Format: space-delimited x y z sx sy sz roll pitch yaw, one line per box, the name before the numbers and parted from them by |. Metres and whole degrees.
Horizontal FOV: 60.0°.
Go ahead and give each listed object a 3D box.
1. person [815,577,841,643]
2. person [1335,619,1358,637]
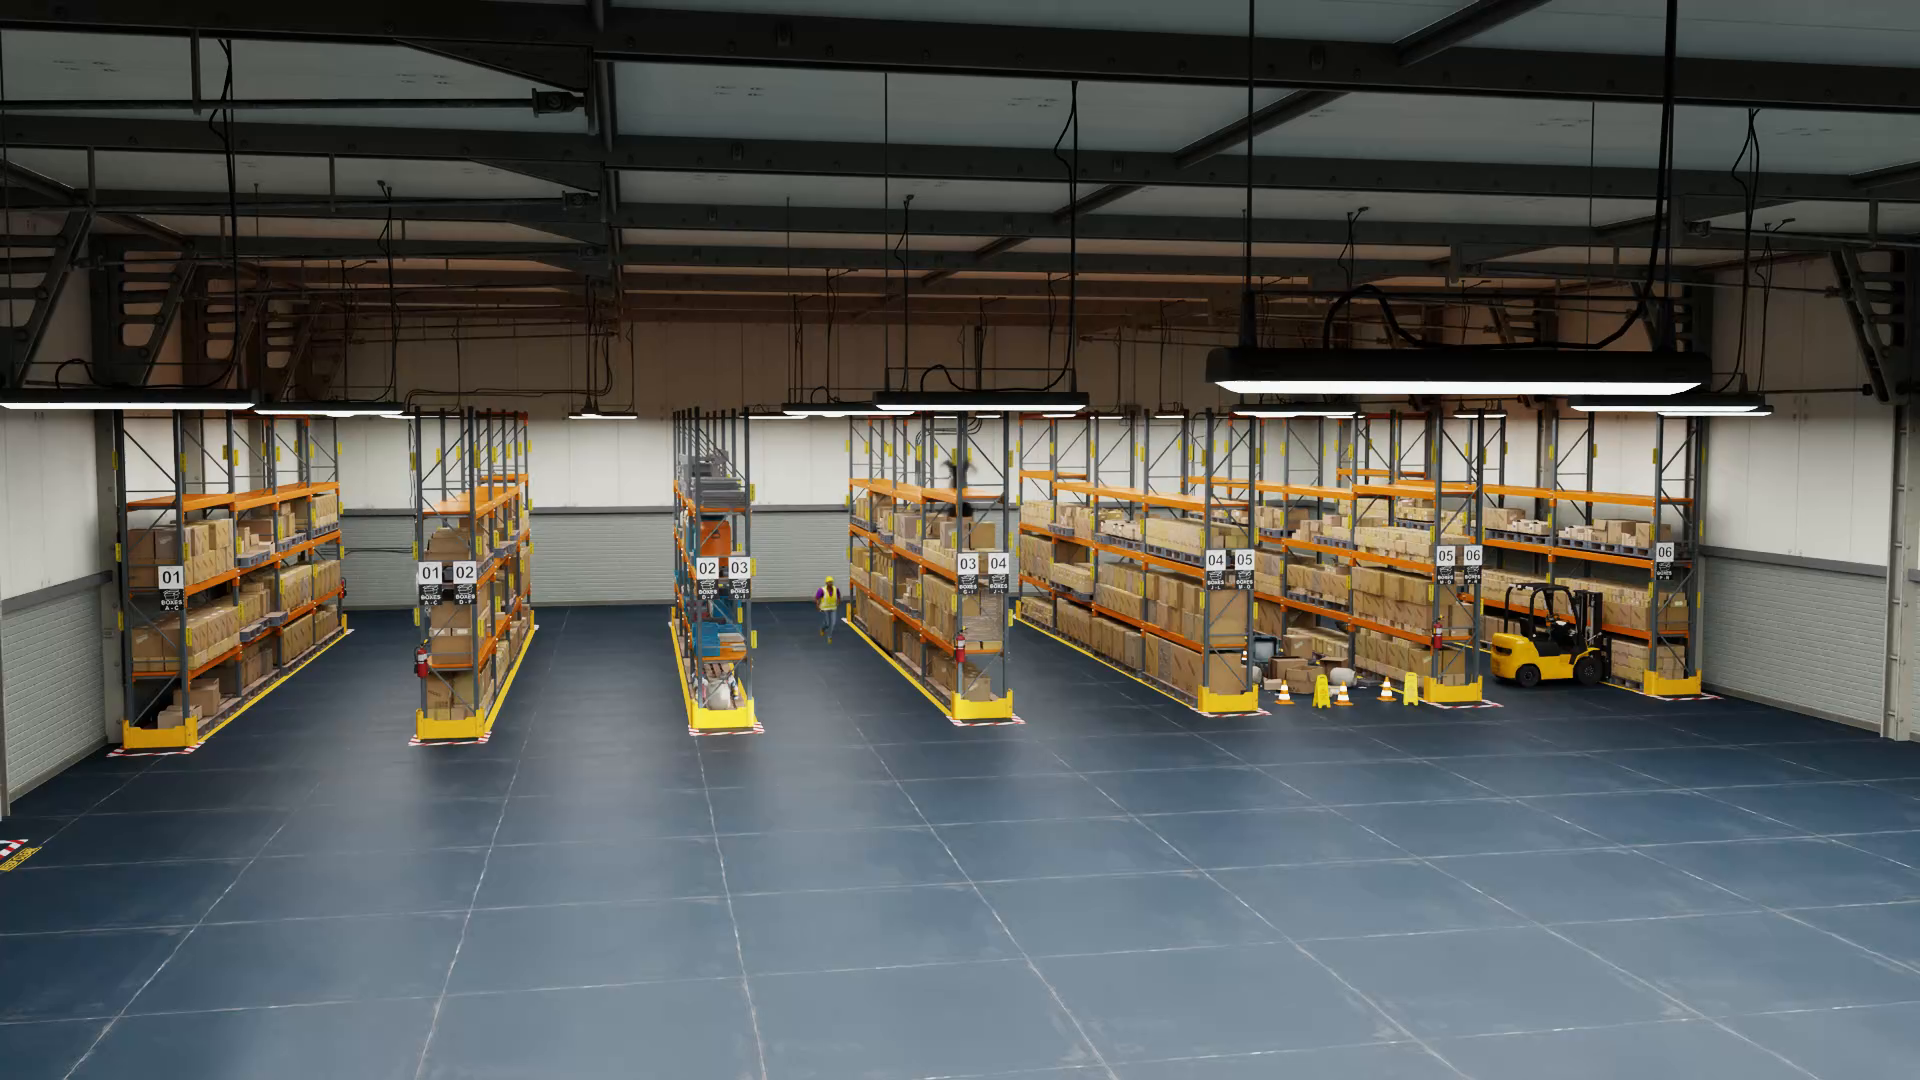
person | -3.422 1.807 43.238 0.715 1.717 0.643 -2 4 -24
person | 10.061 1.804 43.113 0.617 1.689 0.982 -1 4 -17
